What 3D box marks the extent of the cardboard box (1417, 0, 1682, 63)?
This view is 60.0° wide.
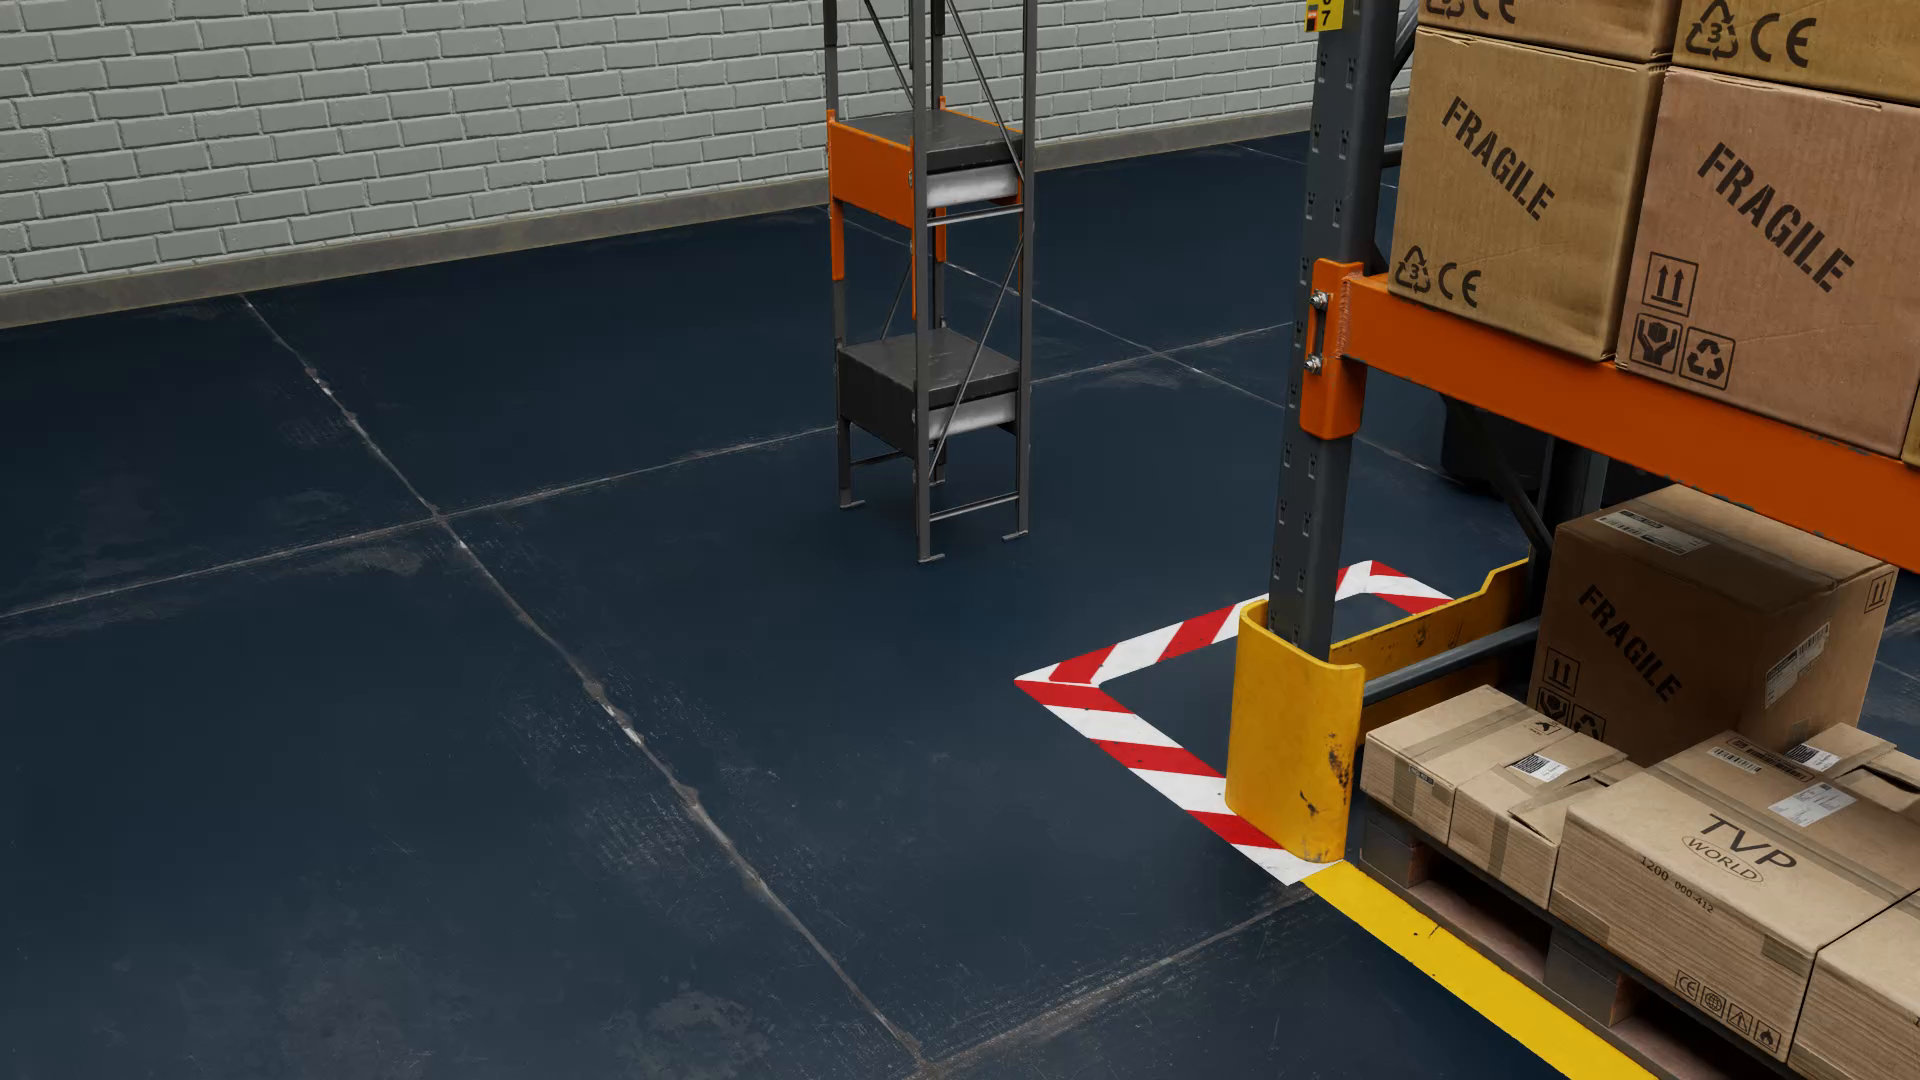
[{"bbox_3d":[1.165,-1.124,2.829,0.500,0.500,0.500,-15,29,-28],"label":"cardboard box"}]

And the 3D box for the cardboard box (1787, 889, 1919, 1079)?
[{"bbox_3d":[1.749,0.816,2.713,0.500,0.250,0.500,-16,29,-30],"label":"cardboard box"}]

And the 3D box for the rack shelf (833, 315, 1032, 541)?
[{"bbox_3d":[-0.090,-0.363,5.232,0.431,0.518,0.480,-16,29,-30],"label":"rack shelf"}]

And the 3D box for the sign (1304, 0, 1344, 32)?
[{"bbox_3d":[0.690,-1.112,3.077,0.100,0.325,0.005,-16,29,-30],"label":"sign"}]

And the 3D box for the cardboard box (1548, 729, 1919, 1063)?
[{"bbox_3d":[1.476,0.637,3.092,0.500,0.250,0.500,-16,29,-30],"label":"cardboard box"}]

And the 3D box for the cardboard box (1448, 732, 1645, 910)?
[{"bbox_3d":[1.221,0.555,3.365,0.380,0.166,0.250,-16,29,-30],"label":"cardboard box"}]

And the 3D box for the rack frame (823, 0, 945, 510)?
[{"bbox_3d":[-0.224,-1.096,5.112,0.400,2.100,0.015,-16,29,-30],"label":"rack frame"}]

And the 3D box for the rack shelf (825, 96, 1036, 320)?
[{"bbox_3d":[-0.090,-0.996,4.933,0.431,0.518,0.480,-16,29,-30],"label":"rack shelf"}]

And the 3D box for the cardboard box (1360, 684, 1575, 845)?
[{"bbox_3d":[1.085,0.473,3.558,0.380,0.149,0.250,-16,29,-30],"label":"cardboard box"}]

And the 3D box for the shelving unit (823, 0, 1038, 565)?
[{"bbox_3d":[-0.090,-1.009,4.927,0.431,2.100,0.503,-16,29,-30],"label":"shelving unit"}]

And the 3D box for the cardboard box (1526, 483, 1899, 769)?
[{"bbox_3d":[1.647,0.222,3.679,0.500,0.500,0.500,-16,29,-30],"label":"cardboard box"}]

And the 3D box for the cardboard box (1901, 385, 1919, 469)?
[{"bbox_3d":[1.723,-0.308,2.272,0.500,0.500,0.500,-16,29,-30],"label":"cardboard box"}]

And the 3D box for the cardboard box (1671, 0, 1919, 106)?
[{"bbox_3d":[1.457,-0.939,2.437,0.500,0.500,0.500,-15,29,-29],"label":"cardboard box"}]

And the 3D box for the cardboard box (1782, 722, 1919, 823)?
[{"bbox_3d":[1.793,0.538,3.399,0.380,0.166,0.250,-16,29,-30],"label":"cardboard box"}]

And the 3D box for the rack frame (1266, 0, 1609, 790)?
[{"bbox_3d":[1.144,-0.847,3.530,1.000,3.000,0.127,-16,29,-30],"label":"rack frame"}]

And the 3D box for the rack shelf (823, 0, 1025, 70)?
[{"bbox_3d":[-0.090,-1.629,4.634,0.431,0.518,0.480,-16,29,-30],"label":"rack shelf"}]

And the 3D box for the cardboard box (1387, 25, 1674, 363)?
[{"bbox_3d":[1.165,-0.672,3.042,0.500,0.500,0.500,-15,29,-29],"label":"cardboard box"}]

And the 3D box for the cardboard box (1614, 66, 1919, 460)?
[{"bbox_3d":[1.452,-0.489,2.654,0.500,0.500,0.500,-16,30,-30],"label":"cardboard box"}]

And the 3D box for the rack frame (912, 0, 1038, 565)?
[{"bbox_3d":[0.043,-0.921,4.742,0.400,2.100,0.015,-16,29,-30],"label":"rack frame"}]

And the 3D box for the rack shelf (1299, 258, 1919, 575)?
[{"bbox_3d":[2.236,0.194,2.168,1.077,0.370,4.000,-16,29,-30],"label":"rack shelf"}]

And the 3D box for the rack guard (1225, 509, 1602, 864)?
[{"bbox_3d":[1.186,0.311,4.006,1.175,0.500,0.348,-16,29,-30],"label":"rack guard"}]

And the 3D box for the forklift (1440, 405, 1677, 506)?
[{"bbox_3d":[3.182,-1.417,4.819,3.031,2.935,1.130,11,27,22],"label":"forklift"}]

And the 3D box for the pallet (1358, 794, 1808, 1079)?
[{"bbox_3d":[1.622,0.726,3.464,1.003,0.211,1.213,-16,29,-30],"label":"pallet"}]
